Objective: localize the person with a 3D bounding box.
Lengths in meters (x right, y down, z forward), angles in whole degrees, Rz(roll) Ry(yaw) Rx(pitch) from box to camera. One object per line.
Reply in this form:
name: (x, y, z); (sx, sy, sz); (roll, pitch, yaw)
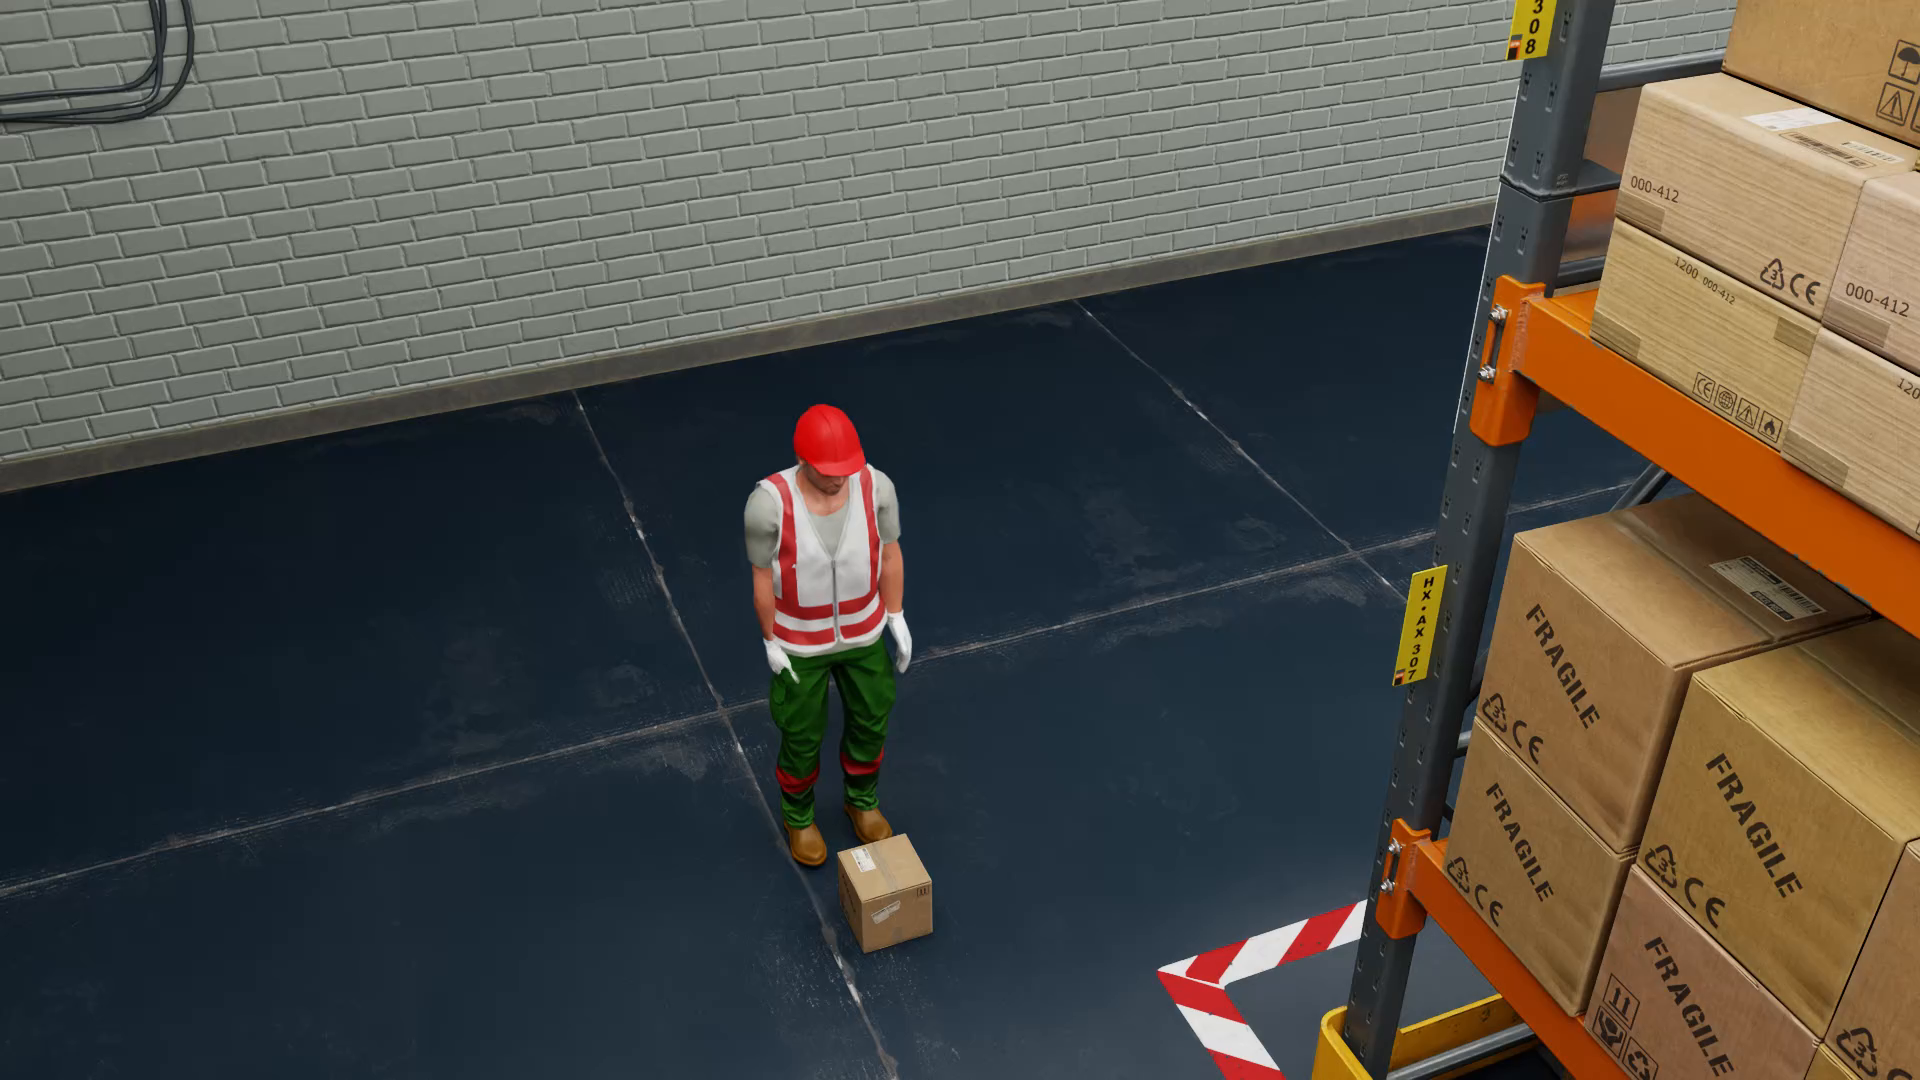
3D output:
person: (-0.429, 0.301, 5.615); (0.529, 1.715, 0.361); (-12, 35, -18)
